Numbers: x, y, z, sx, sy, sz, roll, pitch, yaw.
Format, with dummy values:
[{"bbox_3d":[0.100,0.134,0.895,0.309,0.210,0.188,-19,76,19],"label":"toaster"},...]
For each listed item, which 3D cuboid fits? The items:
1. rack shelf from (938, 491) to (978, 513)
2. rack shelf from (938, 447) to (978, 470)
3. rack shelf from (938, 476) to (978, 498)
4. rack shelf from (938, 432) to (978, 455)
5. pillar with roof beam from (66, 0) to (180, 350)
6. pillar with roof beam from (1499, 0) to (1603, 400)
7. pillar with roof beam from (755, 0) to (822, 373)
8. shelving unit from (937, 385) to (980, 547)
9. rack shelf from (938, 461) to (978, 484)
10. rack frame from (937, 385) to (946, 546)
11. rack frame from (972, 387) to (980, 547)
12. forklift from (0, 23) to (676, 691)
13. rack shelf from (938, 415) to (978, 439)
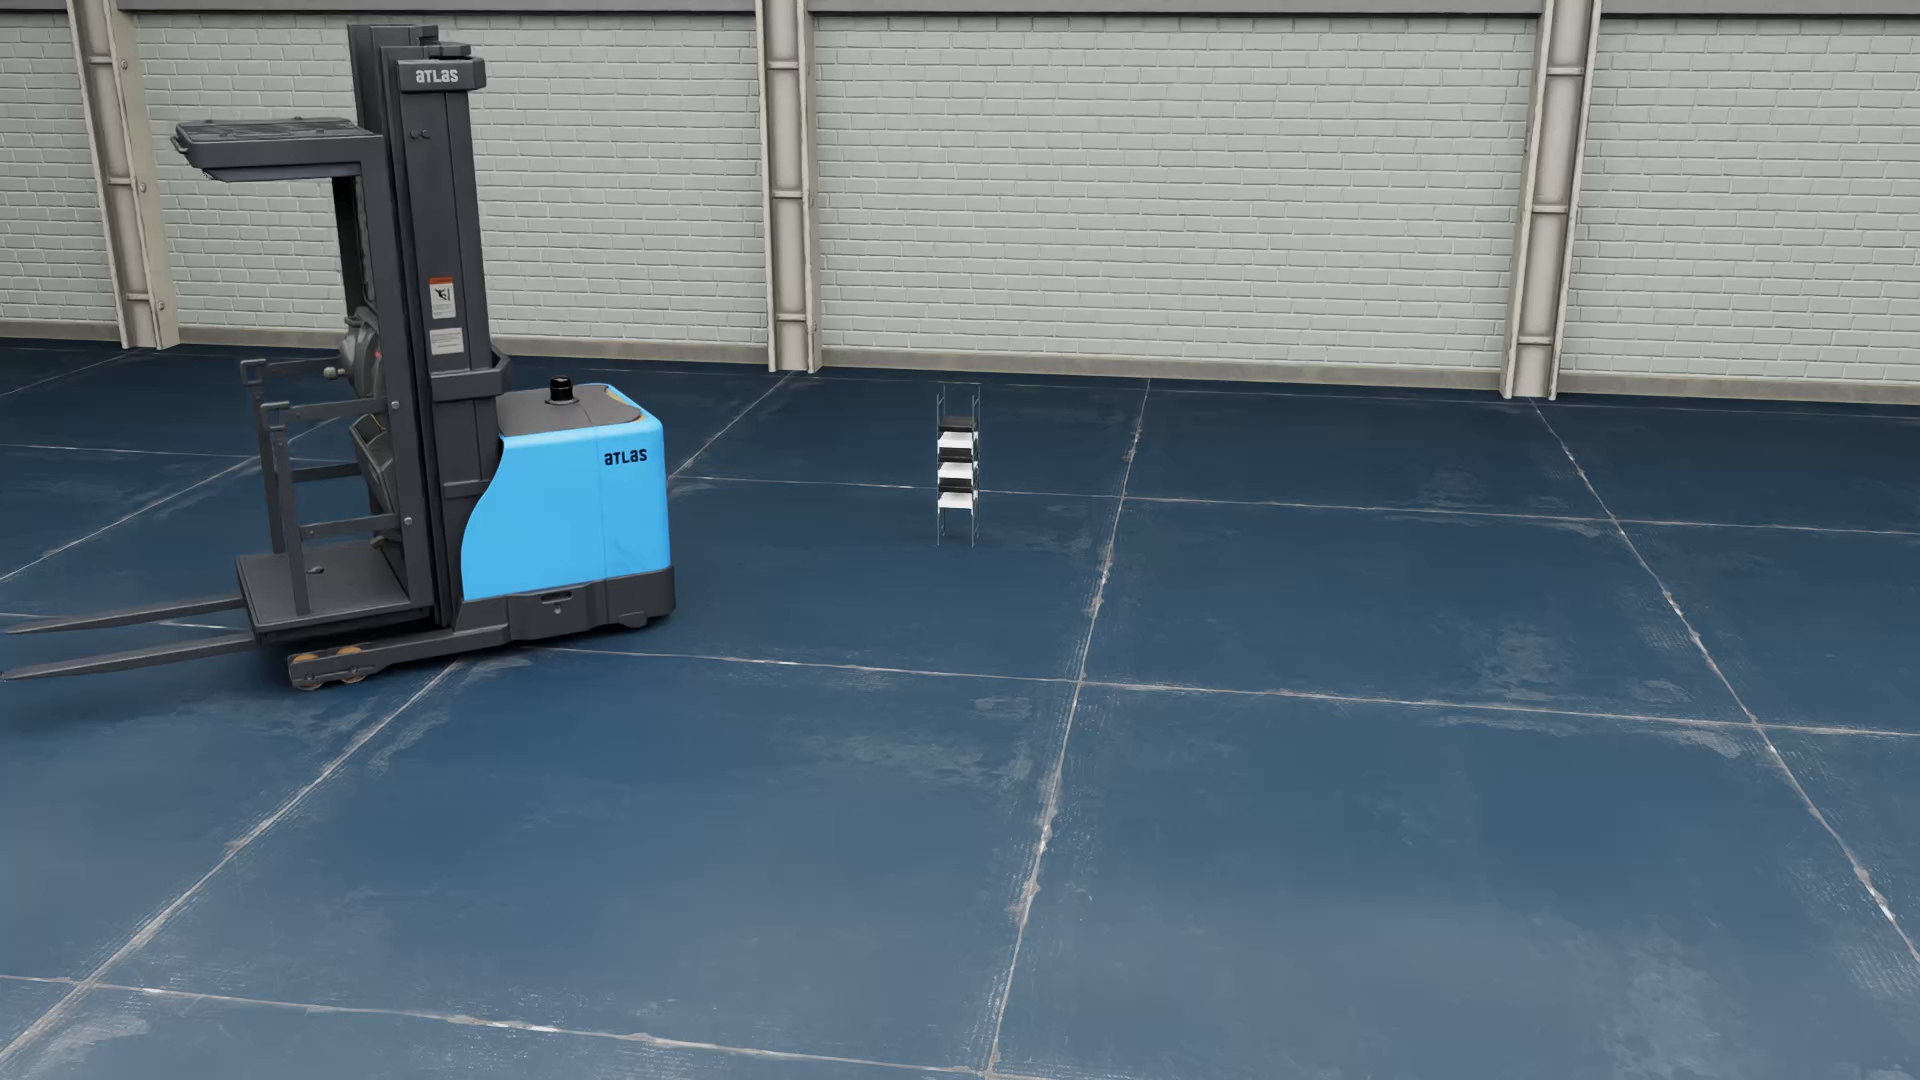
[{"bbox_3d":[-0.008,-0.225,9.729,0.200,0.077,0.258,3,19,9],"label":"rack shelf"},{"bbox_3d":[-0.008,-0.481,9.644,0.200,0.077,0.258,3,19,9],"label":"rack shelf"},{"bbox_3d":[-0.008,-0.310,9.701,0.200,0.077,0.258,3,19,9],"label":"rack shelf"},{"bbox_3d":[-0.008,-0.566,9.615,0.200,0.077,0.258,3,19,9],"label":"rack shelf"},{"bbox_3d":[-8.006,-4.684,9.620,0.400,9.000,9.100,3,19,9],"label":"pillar with roof beam"},{"bbox_3d":[3.842,-4.080,7.815,0.400,9.000,9.100,3,19,9],"label":"pillar with roof beam"},{"bbox_3d":[-2.082,-4.382,8.717,0.400,9.000,9.100,3,19,9],"label":"pillar with roof beam"},{"bbox_3d":[-0.008,-0.427,9.662,0.210,0.900,0.258,3,19,9],"label":"shelving unit"},{"bbox_3d":[-0.008,-0.396,9.672,0.200,0.077,0.258,3,19,9],"label":"rack shelf"},{"bbox_3d":[-0.108,-0.432,9.677,0.006,0.900,0.240,3,19,9],"label":"rack frame"},{"bbox_3d":[0.092,-0.422,9.646,0.006,0.900,0.240,3,19,9],"label":"rack frame"},{"bbox_3d":[-3.007,-0.883,7.822,3.031,2.935,1.130,-9,21,-26],"label":"forklift"},{"bbox_3d":[-0.008,-0.652,9.586,0.200,0.077,0.258,3,19,9],"label":"rack shelf"}]
